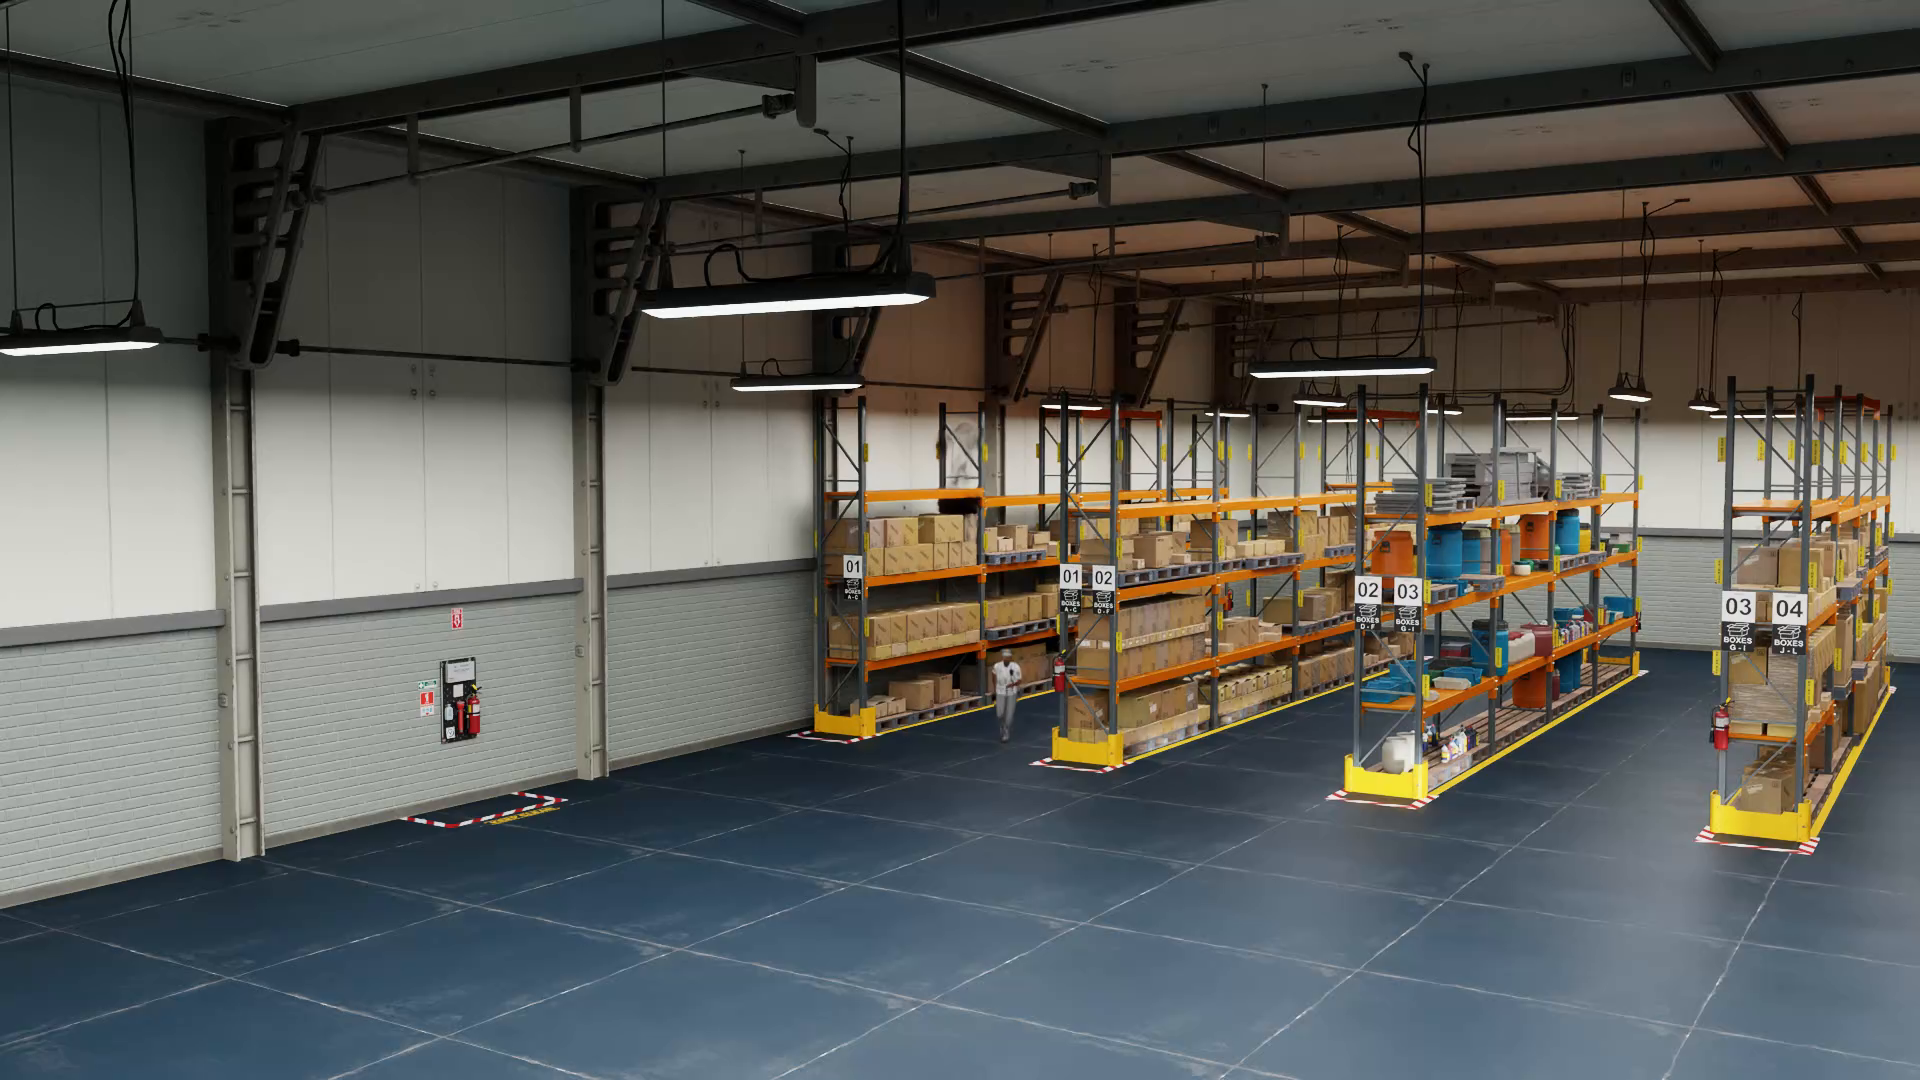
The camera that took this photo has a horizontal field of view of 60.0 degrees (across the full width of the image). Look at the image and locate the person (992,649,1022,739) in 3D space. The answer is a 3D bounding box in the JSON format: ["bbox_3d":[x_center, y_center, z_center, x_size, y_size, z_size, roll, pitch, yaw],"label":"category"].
[{"bbox_3d":[0.801,2.664,28.711,0.532,1.613,0.698,0,3,4],"label":"person"}]

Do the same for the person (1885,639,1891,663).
[{"bbox_3d":[19.880,2.231,35.994,0.551,1.722,0.666,1,3,19],"label":"person"}]
